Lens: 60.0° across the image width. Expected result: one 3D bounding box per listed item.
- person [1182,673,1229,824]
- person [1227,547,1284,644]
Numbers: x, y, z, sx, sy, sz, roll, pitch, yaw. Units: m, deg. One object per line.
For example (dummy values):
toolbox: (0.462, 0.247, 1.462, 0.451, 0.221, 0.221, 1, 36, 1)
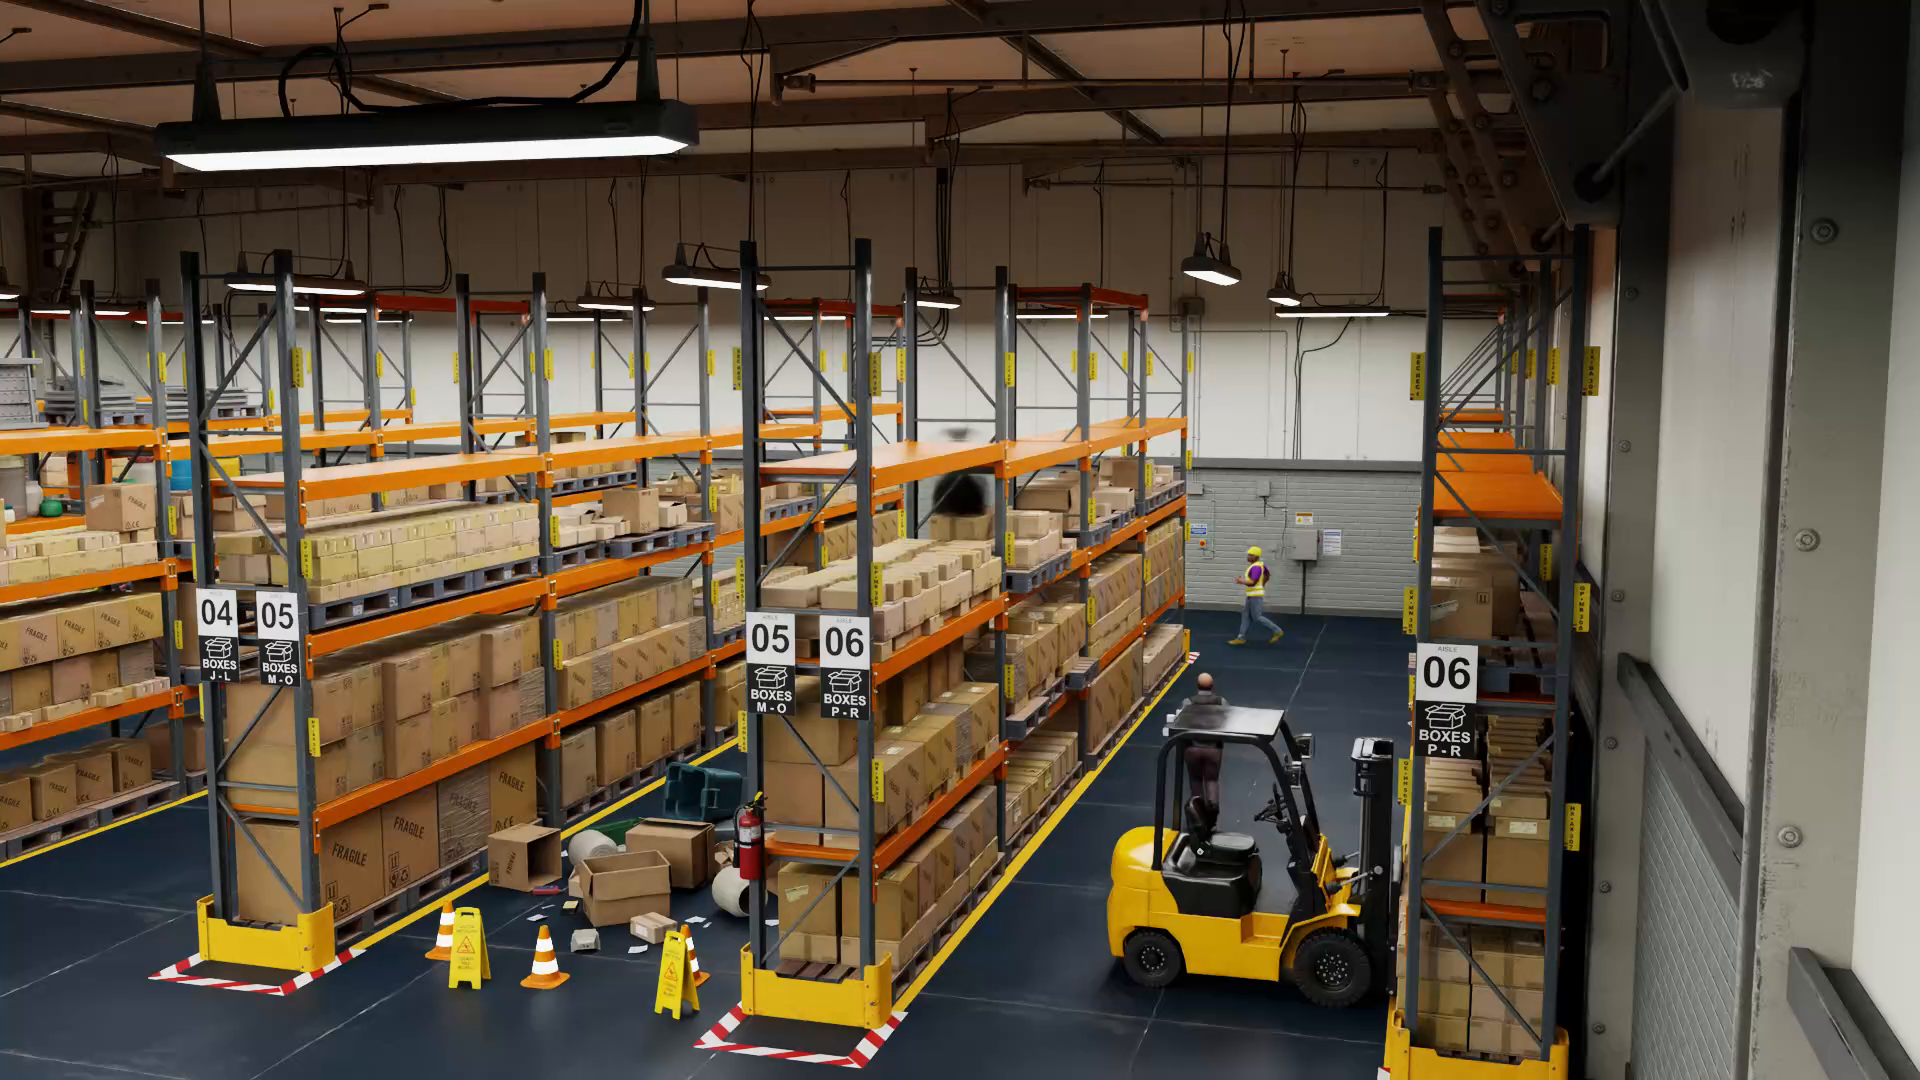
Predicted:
person: (2.691, 2.311, 18.241, 0.654, 1.674, 0.759, 0, 6, 3)
person: (5.217, 0.987, 29.279, 0.976, 1.749, 0.717, 1, 7, 12)
